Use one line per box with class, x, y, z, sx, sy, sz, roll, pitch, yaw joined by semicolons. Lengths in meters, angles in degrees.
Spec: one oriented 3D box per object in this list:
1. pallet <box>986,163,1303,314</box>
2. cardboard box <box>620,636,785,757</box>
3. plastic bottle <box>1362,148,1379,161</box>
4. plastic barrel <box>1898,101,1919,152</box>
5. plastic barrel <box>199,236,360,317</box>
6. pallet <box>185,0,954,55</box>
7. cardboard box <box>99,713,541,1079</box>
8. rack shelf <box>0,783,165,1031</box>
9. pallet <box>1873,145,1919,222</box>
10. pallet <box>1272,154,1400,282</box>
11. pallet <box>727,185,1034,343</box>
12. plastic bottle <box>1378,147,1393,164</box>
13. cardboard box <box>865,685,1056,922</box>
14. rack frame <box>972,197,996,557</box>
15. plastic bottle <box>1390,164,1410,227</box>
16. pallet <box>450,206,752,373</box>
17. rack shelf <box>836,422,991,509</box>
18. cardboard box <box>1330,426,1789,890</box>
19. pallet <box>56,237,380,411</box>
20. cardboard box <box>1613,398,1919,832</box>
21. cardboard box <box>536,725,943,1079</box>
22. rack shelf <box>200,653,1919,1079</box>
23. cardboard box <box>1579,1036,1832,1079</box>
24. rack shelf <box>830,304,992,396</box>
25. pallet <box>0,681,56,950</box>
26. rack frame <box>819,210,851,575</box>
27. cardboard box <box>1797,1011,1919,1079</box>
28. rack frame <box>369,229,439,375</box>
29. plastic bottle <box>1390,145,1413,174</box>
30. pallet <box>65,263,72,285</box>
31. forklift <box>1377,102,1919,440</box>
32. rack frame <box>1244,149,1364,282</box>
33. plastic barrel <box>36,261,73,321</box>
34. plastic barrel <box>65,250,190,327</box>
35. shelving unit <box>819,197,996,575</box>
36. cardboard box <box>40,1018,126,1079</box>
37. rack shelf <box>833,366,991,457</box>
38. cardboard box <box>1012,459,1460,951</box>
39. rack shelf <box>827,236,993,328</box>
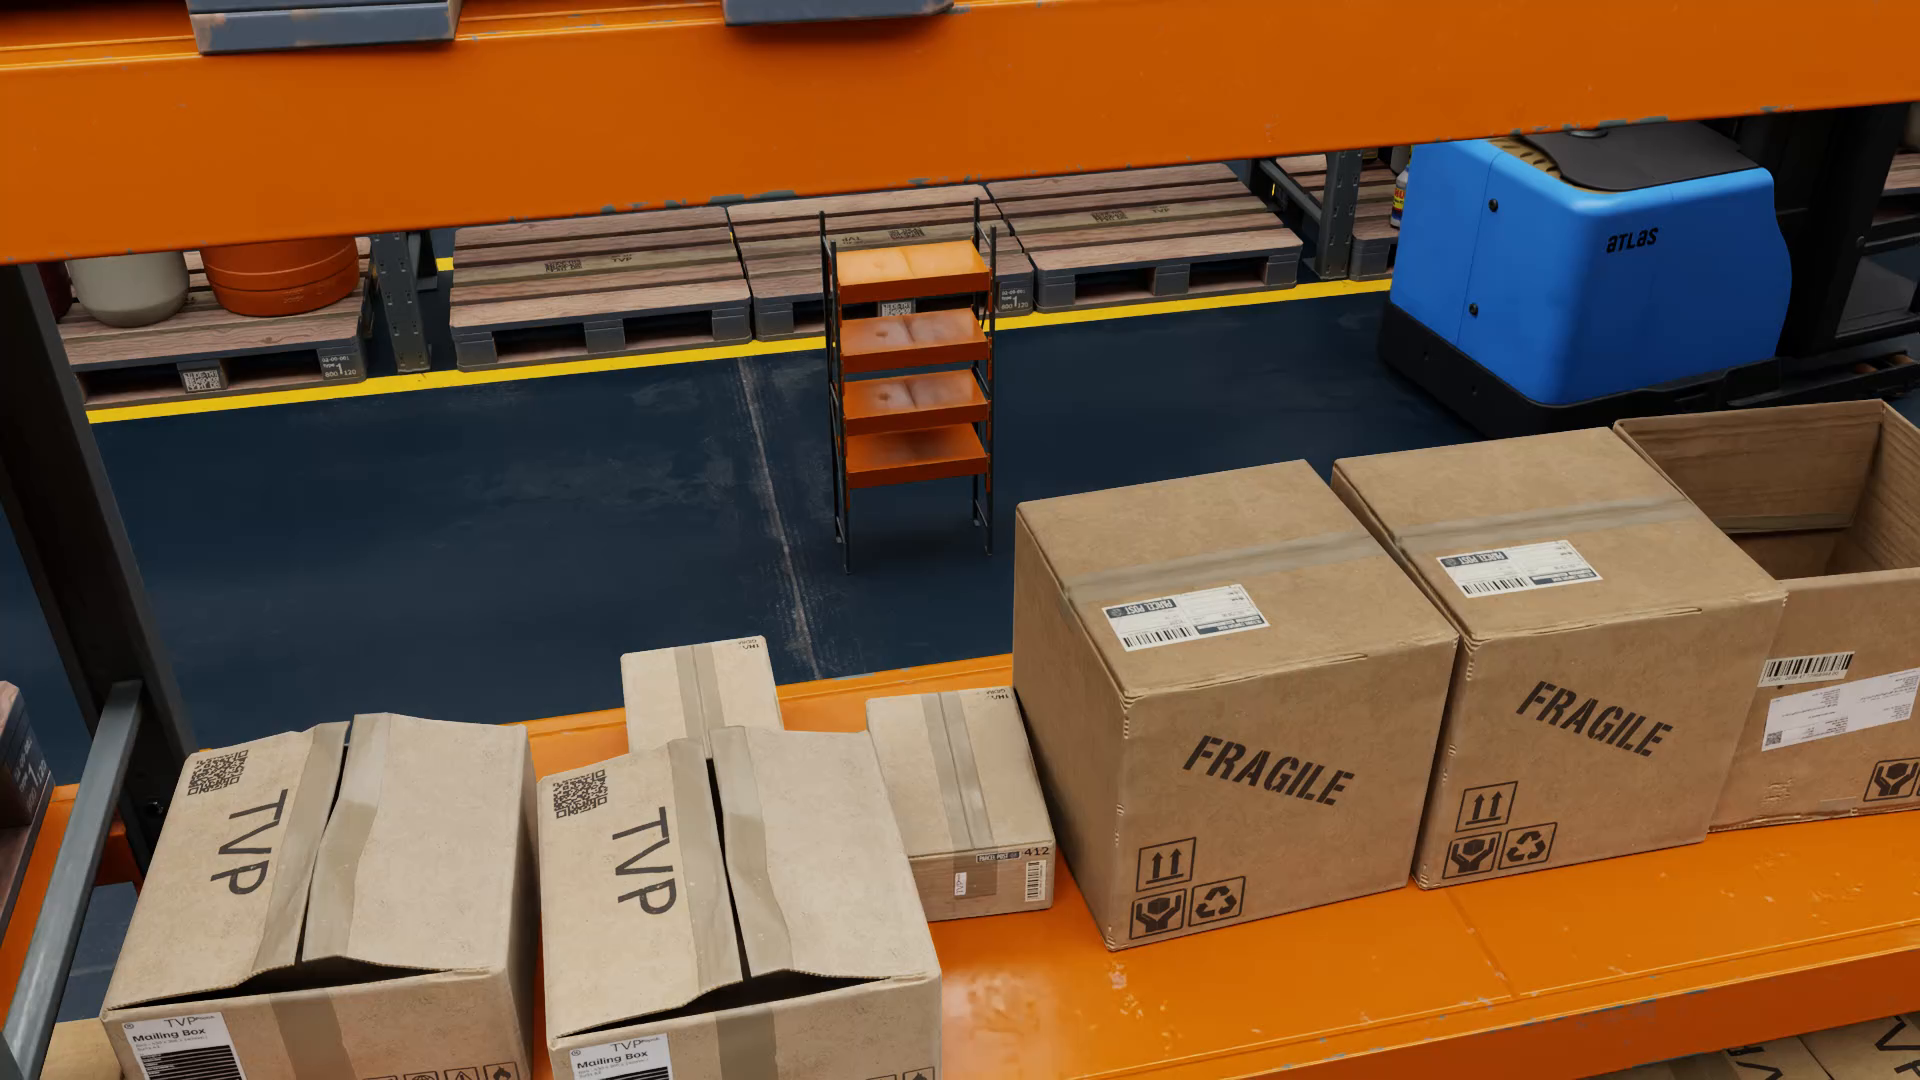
pallet;0.817;-1.410;7.661;1.213;0.211;1.003;-7;35;-11
cardboard box;-0.422;0.343;2.773;0.250;0.149;0.380;-7;35;-11
plastic bottle;1.970;-1.979;8.049;0.133;0.283;0.061;-6;34;-8
plastic barrel;4.850;-2.196;8.186;0.421;0.512;0.421;0;34;0
plastic barrel;-2.801;-1.397;6.711;0.708;0.830;0.600;-7;35;-11
pallet;-0.596;-0.800;1.728;1.003;0.211;1.213;-6;34;-8
cardboard box;-0.874;0.515;2.371;0.500;0.311;0.500;-5;34;-8
rack shelf;-3.189;1.044;2.149;4.000;0.370;1.077;-7;35;-11
pallet;4.618;-1.887;8.373;1.213;0.211;1.003;-7;35;-11
pallet;2.238;-1.587;7.926;1.213;0.211;1.003;-7;35;-11
pallet;-0.376;-1.258;7.435;1.213;0.211;1.003;-7;35;-11
plastic bottle;2.139;-2.004;8.027;0.185;0.351;0.144;-8;35;-12
cardboard box;-0.007;0.416;2.664;0.250;0.149;0.380;-5;34;-7
rack frame;0.077;-0.508;5.430;0.015;1.200;0.240;-7;35;-11
plastic bottle;1.981;-1.536;7.401;0.097;0.271;0.097;0;34;0
pallet;-1.563;-1.110;7.214;1.213;0.211;1.003;-7;35;-11
rack shelf;-0.161;-0.257;5.533;0.480;0.148;0.258;-7;35;-11
cardboard box;0.908;0.178;2.704;0.500;0.500;0.500;-7;35;-10
pallet;-3.087;-0.916;6.926;1.213;0.211;1.003;-7;35;-11
cardboard box;1.397;0.116;2.795;0.500;0.500;0.500;-5;34;-7
cardboard box;-0.323;0.531;2.346;0.500;0.311;0.500;-8;35;-11
rack shelf;0.712;0.552;2.881;4.000;0.370;1.077;-7;35;-11
cardboard box;1.338;1.075;3.044;0.500;0.311;0.500;-7;35;-11
rack shelf;-0.161;-0.608;5.298;0.480;0.148;0.258;-7;35;-11
pallet;-1.884;0.700;2.187;1.003;0.211;1.213;-7;35;-11
rack frame;-0.399;-0.448;5.341;0.015;1.200;0.240;-7;35;-11
cardboard box;1.825;1.015;3.133;0.500;0.311;0.500;-6;34;-9
rack frame;-2.327;-2.194;6.327;0.127;3.000;1.000;-7;35;-11
plastic bottle;2.170;-1.926;7.910;0.185;0.351;0.144;-7;35;-11
pallet;-4.275;-0.768;6.705;1.213;0.211;1.003;-7;35;-11
forklift;3.263;-1.999;6.098;3.031;2.935;1.130;-13;36;-18
rack frame;1.574;-2.685;7.060;0.127;3.000;1.000;-7;35;-11
plastic barrel;-3.902;-1.158;6.572;0.708;0.588;0.600;-7;35;-11
plastic barrel;-3.332;-1.148;6.624;0.421;0.512;0.421;0;34;0
shelving unit;-0.161;-0.478;5.385;0.503;1.200;0.258;-7;35;-11
cardboard box;-1.745;1.255;3.037;0.500;0.500;0.500;-6;34;-9
rack shelf;-0.161;-0.422;5.423;0.480;0.148;0.258;-7;35;-11
cardboard box;0.395;0.242;2.607;0.500;0.500;0.500;-9;35;-13
rack shelf;-0.161;-0.804;5.166;0.480;0.148;0.258;-7;35;-11
